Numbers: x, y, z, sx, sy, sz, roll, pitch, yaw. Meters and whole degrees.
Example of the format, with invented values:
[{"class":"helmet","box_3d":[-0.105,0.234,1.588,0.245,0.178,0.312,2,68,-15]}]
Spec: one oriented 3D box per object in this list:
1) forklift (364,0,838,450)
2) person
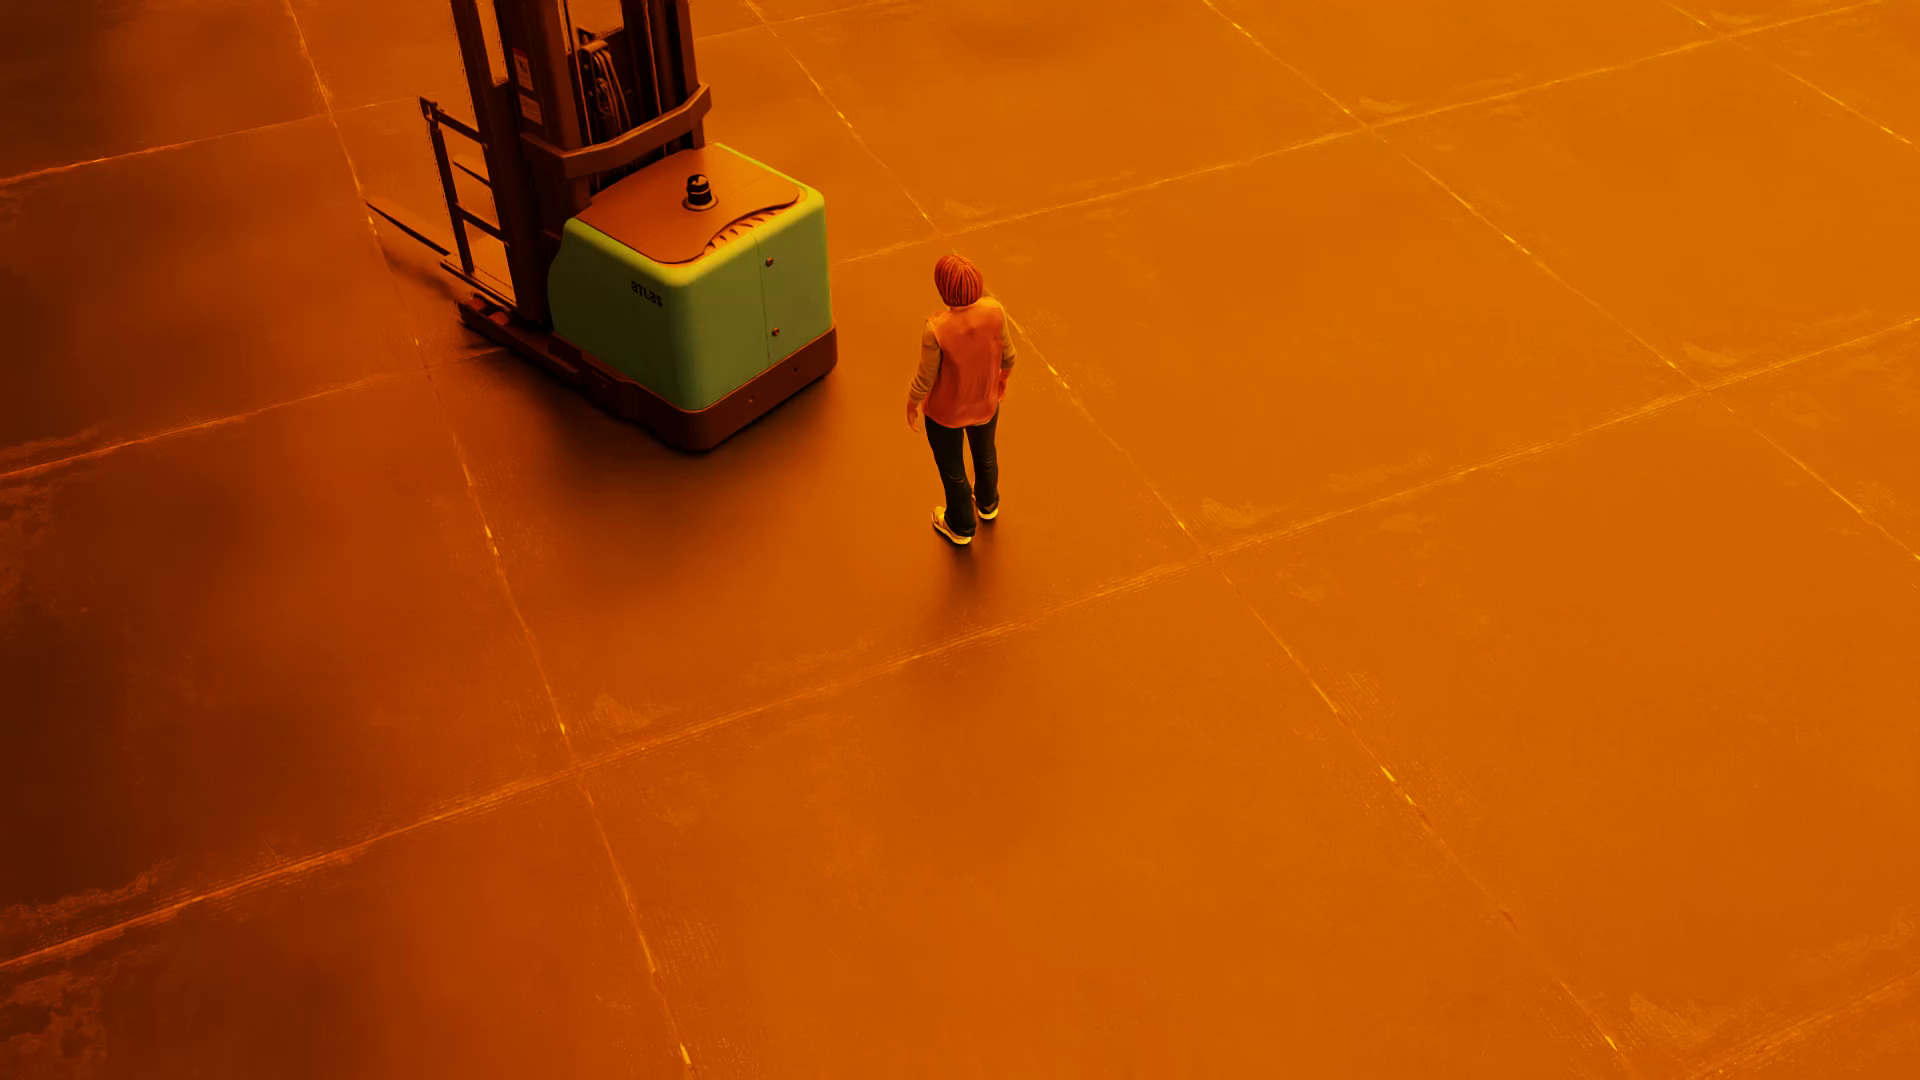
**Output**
[{"class":"forklift","box_3d":[-2.084,-2.377,8.227,3.031,2.935,1.130,31,51,29]},{"class":"person","box_3d":[-0.018,-0.639,7.331,0.520,1.597,0.476,-18,46,-18]}]
